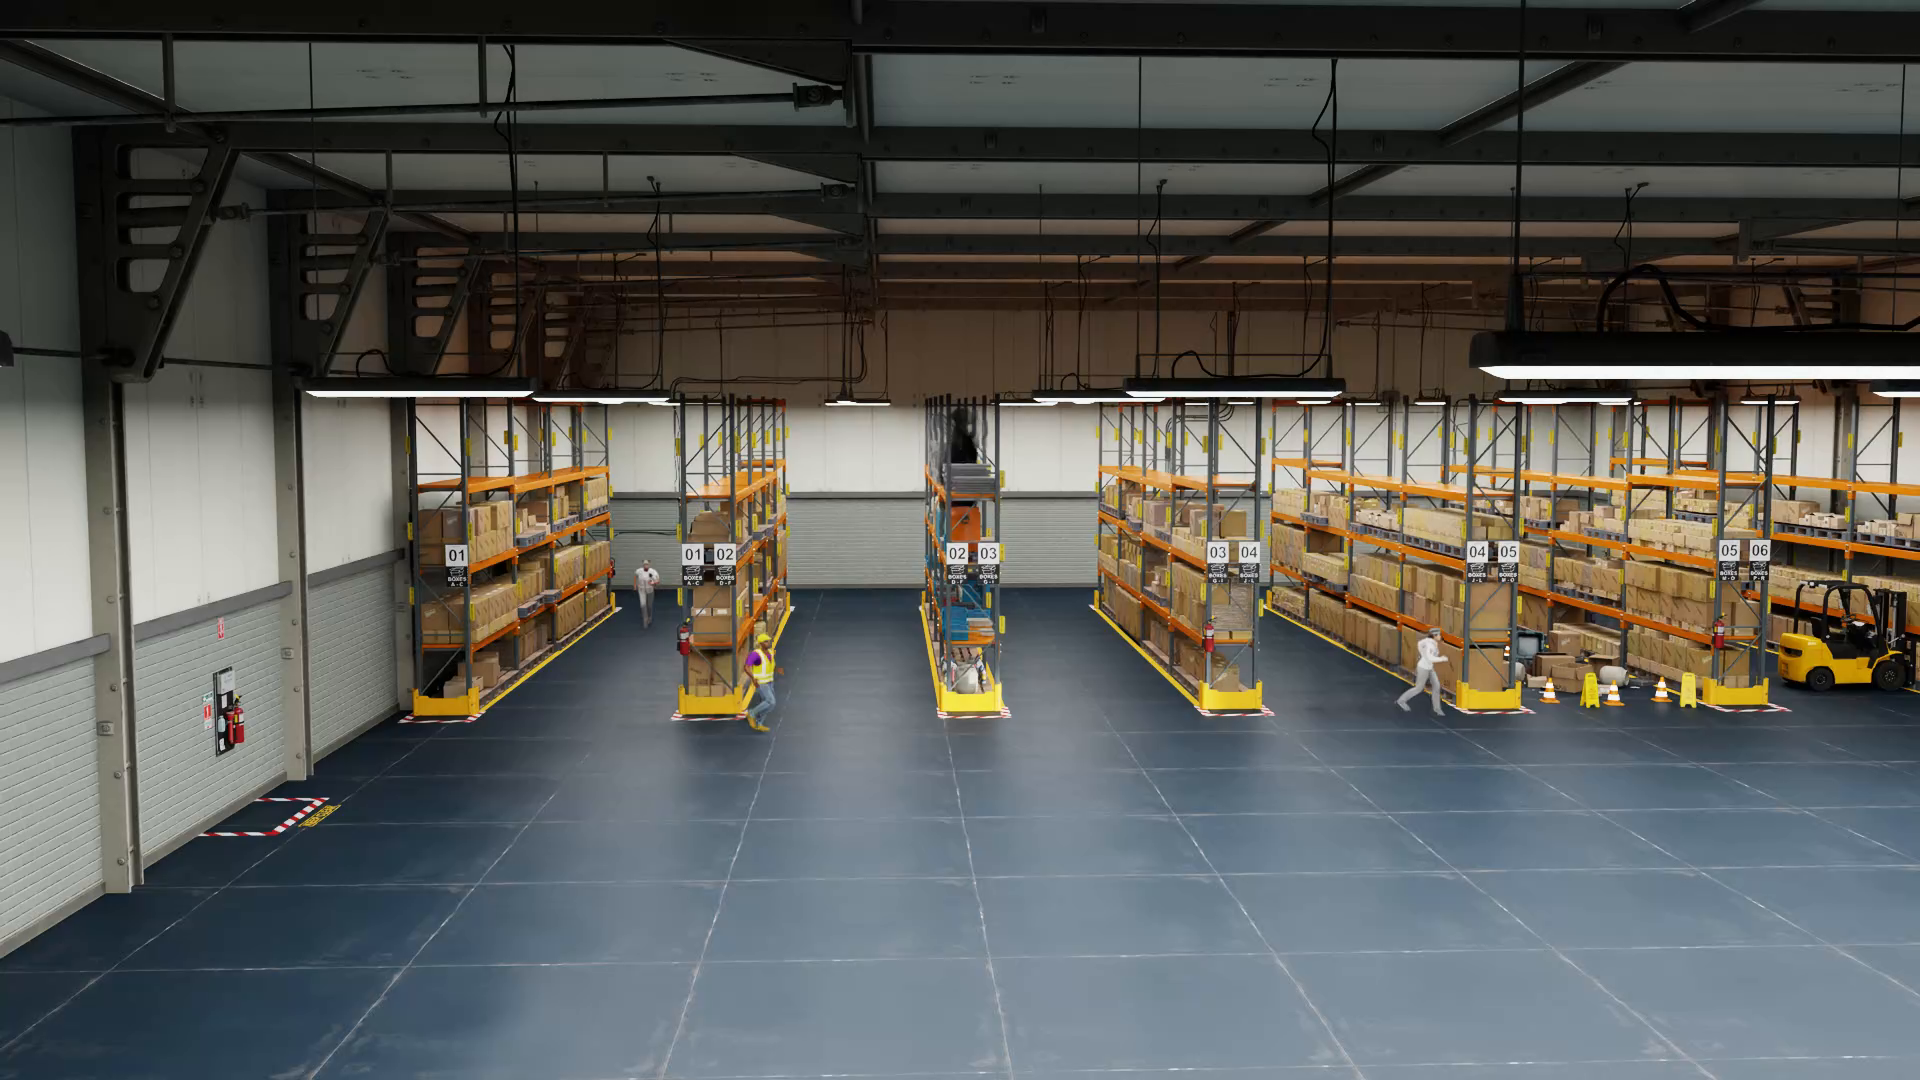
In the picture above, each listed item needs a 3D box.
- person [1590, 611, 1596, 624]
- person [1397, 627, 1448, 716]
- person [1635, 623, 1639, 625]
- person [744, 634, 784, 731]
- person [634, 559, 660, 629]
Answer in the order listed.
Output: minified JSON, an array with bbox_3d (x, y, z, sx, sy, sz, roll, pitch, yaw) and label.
[{"bbox_3d":[16.499,1.480,43.969,0.621,1.523,0.760,-1,5,-11],"label":"person"},{"bbox_3d":[8.661,2.462,31.118,0.927,1.706,0.646,2,5,21],"label":"person"},{"bbox_3d":[16.279,1.808,39.295,0.574,1.666,0.913,0,5,-3],"label":"person"},{"bbox_3d":[-3.450,2.527,29.525,0.596,1.729,0.682,2,5,24],"label":"person"},{"bbox_3d":[-8.245,1.392,43.785,0.688,1.825,0.975,0,5,-5],"label":"person"}]
